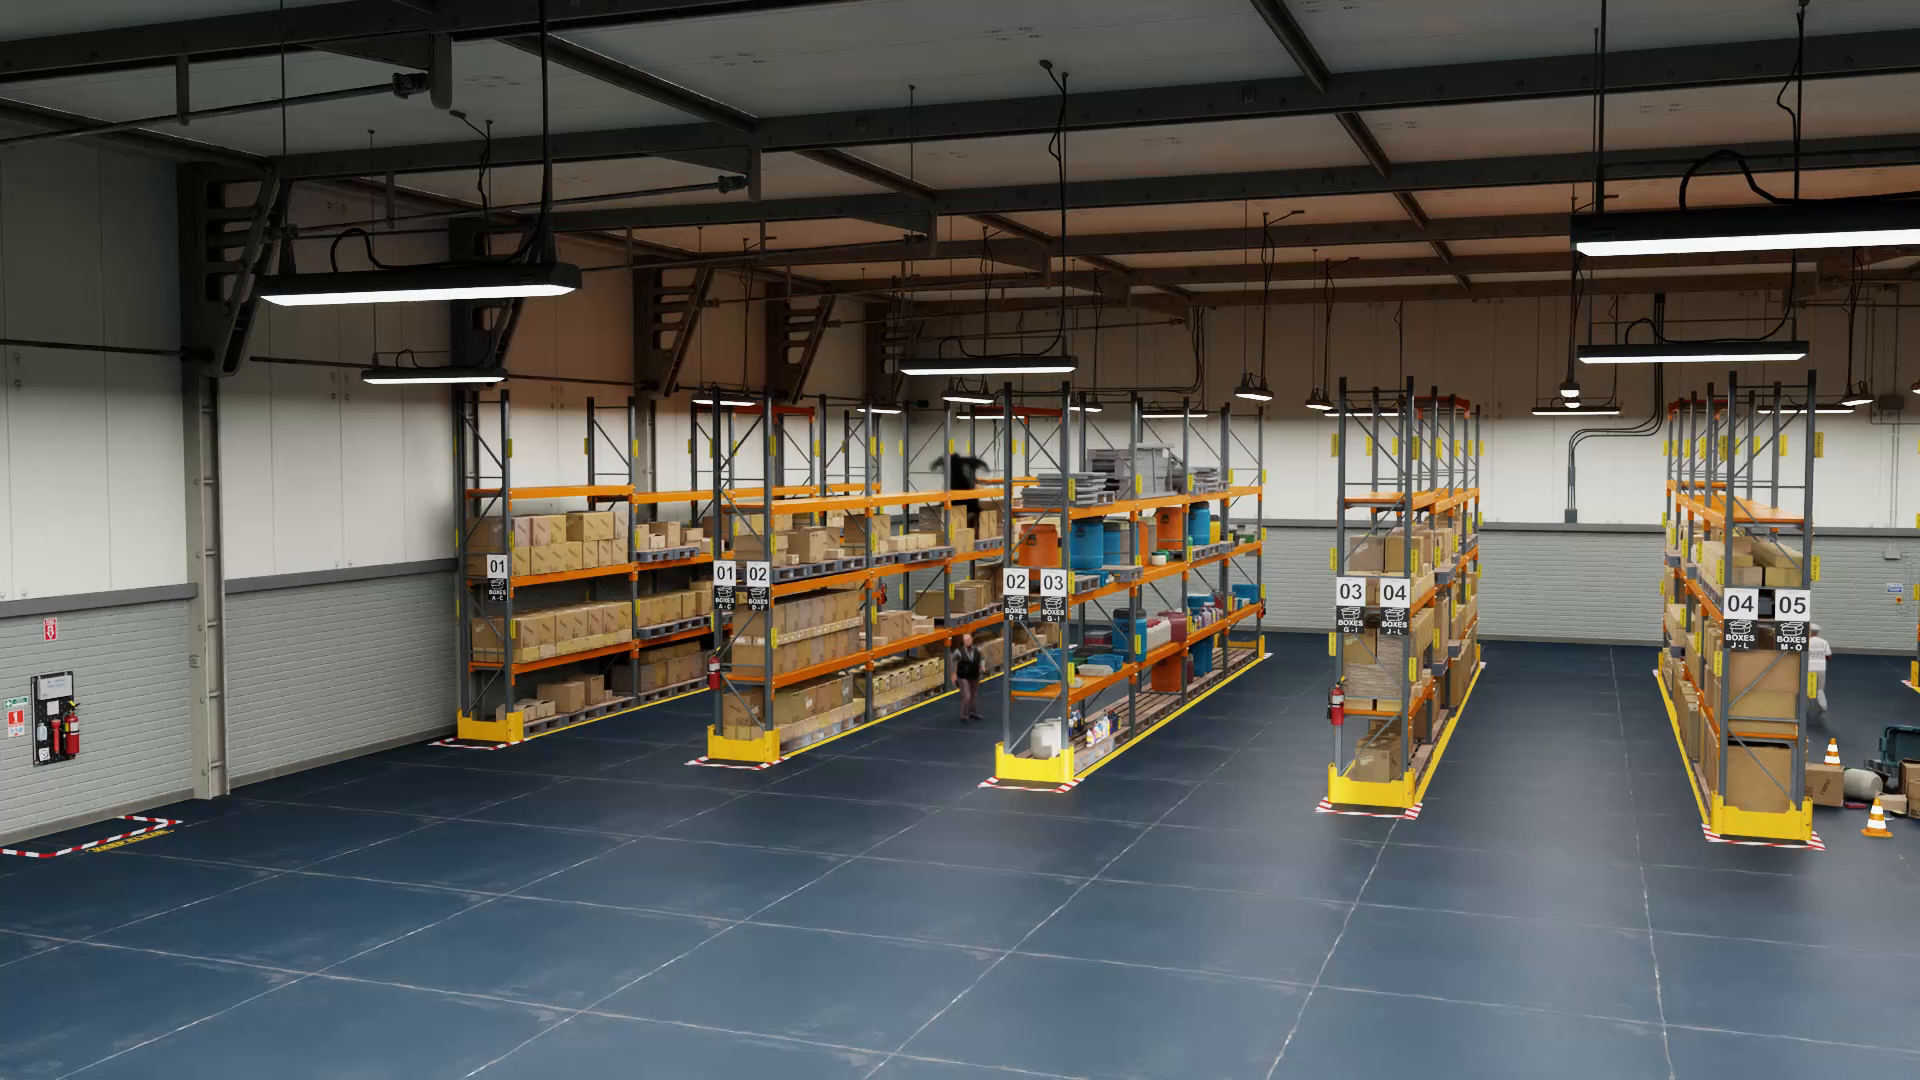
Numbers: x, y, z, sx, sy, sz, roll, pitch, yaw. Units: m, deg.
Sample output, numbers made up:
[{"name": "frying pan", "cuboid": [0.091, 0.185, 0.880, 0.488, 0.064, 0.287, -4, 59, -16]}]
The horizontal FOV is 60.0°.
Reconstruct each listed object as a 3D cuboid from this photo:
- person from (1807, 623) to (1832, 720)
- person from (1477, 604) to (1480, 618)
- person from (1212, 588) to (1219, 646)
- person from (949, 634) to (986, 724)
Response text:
[{"name": "person", "cuboid": [15.700, 2.442, 30.566, 0.627, 1.791, 0.955, 1, 3, 13]}, {"name": "person", "cuboid": [12.161, 2.026, 40.321, 0.680, 1.555, 1.177, 0, 3, -4]}, {"name": "person", "cuboid": [6.380, 1.935, 42.388, 0.947, 1.489, 0.576, 3, 4, 45]}, {"name": "person", "cuboid": [0.184, 2.544, 30.308, 0.676, 1.680, 0.835, -2, 4, -29]}]
